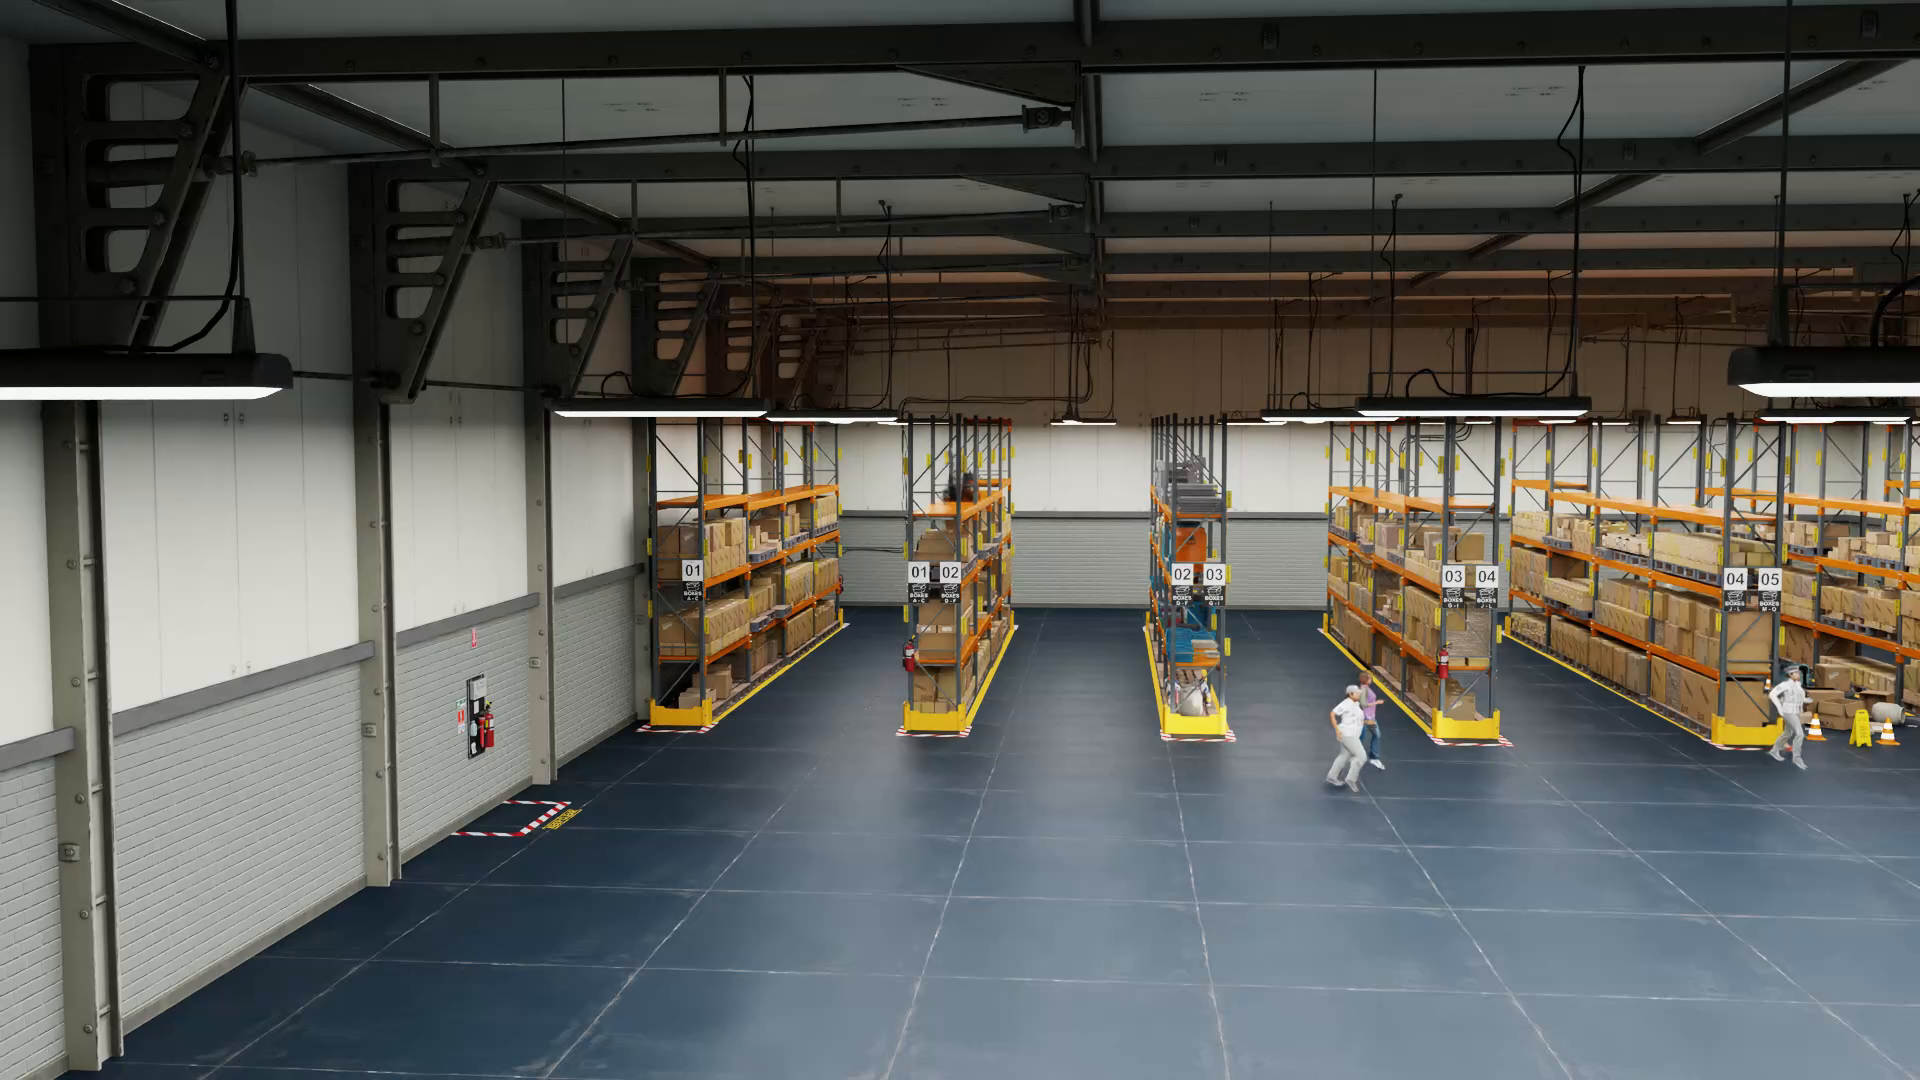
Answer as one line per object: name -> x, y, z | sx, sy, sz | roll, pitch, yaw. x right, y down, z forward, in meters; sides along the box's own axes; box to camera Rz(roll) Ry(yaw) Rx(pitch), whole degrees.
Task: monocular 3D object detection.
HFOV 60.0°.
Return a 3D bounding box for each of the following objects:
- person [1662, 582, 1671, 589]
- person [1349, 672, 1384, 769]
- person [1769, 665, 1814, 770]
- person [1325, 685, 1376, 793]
person -> 20.033, 1.748, 47.100 | 0.590, 1.615, 0.631 | 1, 4, 14
person -> 6.810, 3.025, 27.995 | 0.703, 1.631, 0.517 | 2, 5, 32
person -> 14.085, 2.973, 28.175 | 0.584, 1.743, 0.736 | -3, 5, -38
person -> 6.170, 3.134, 26.275 | 0.783, 1.705, 0.570 | 2, 4, 27
